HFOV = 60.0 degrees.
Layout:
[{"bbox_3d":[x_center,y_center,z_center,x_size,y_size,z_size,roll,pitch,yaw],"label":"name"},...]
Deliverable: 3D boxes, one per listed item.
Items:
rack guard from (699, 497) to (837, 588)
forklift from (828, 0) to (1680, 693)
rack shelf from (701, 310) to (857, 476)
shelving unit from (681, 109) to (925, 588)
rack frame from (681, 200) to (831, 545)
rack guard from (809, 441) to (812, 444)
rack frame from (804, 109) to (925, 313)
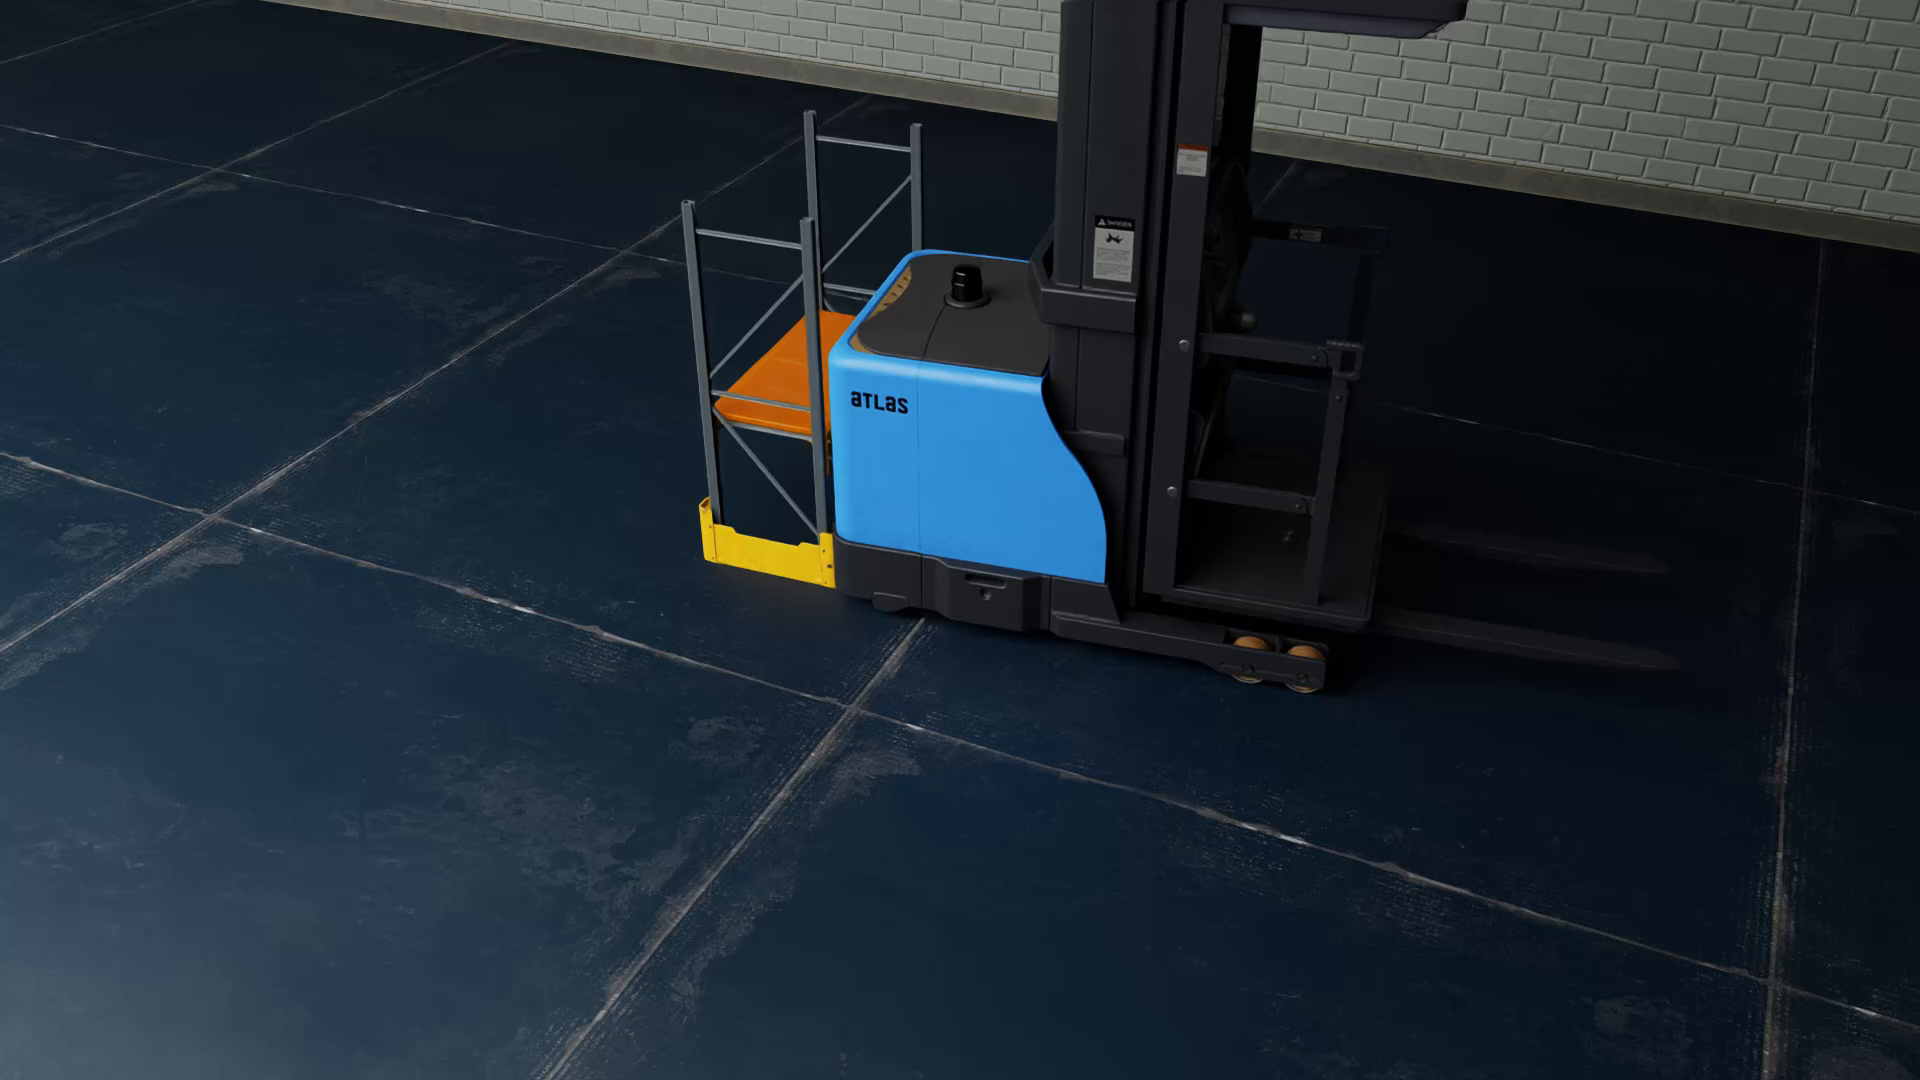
[{"bbox_3d":[-0.736,0.009,6.508,0.587,0.250,0.087,12,35,17],"label":"rack guard"},{"bbox_3d":[1.096,-1.008,5.614,3.031,2.935,1.130,9,34,14],"label":"forklift"},{"bbox_3d":[-0.560,-0.624,6.661,0.538,0.185,1.000,12,35,17],"label":"rack shelf"},{"bbox_3d":[-0.563,-0.769,6.556,0.587,1.500,1.083,12,35,17],"label":"shelving unit"},{"bbox_3d":[-0.737,-0.513,6.164,0.500,1.500,0.032,12,35,17],"label":"rack frame"},{"bbox_3d":[-0.390,-0.503,7.289,0.587,0.250,0.087,12,35,17],"label":"rack guard"},{"bbox_3d":[-0.383,-1.035,6.961,0.500,1.500,0.032,12,35,17],"label":"rack frame"}]
